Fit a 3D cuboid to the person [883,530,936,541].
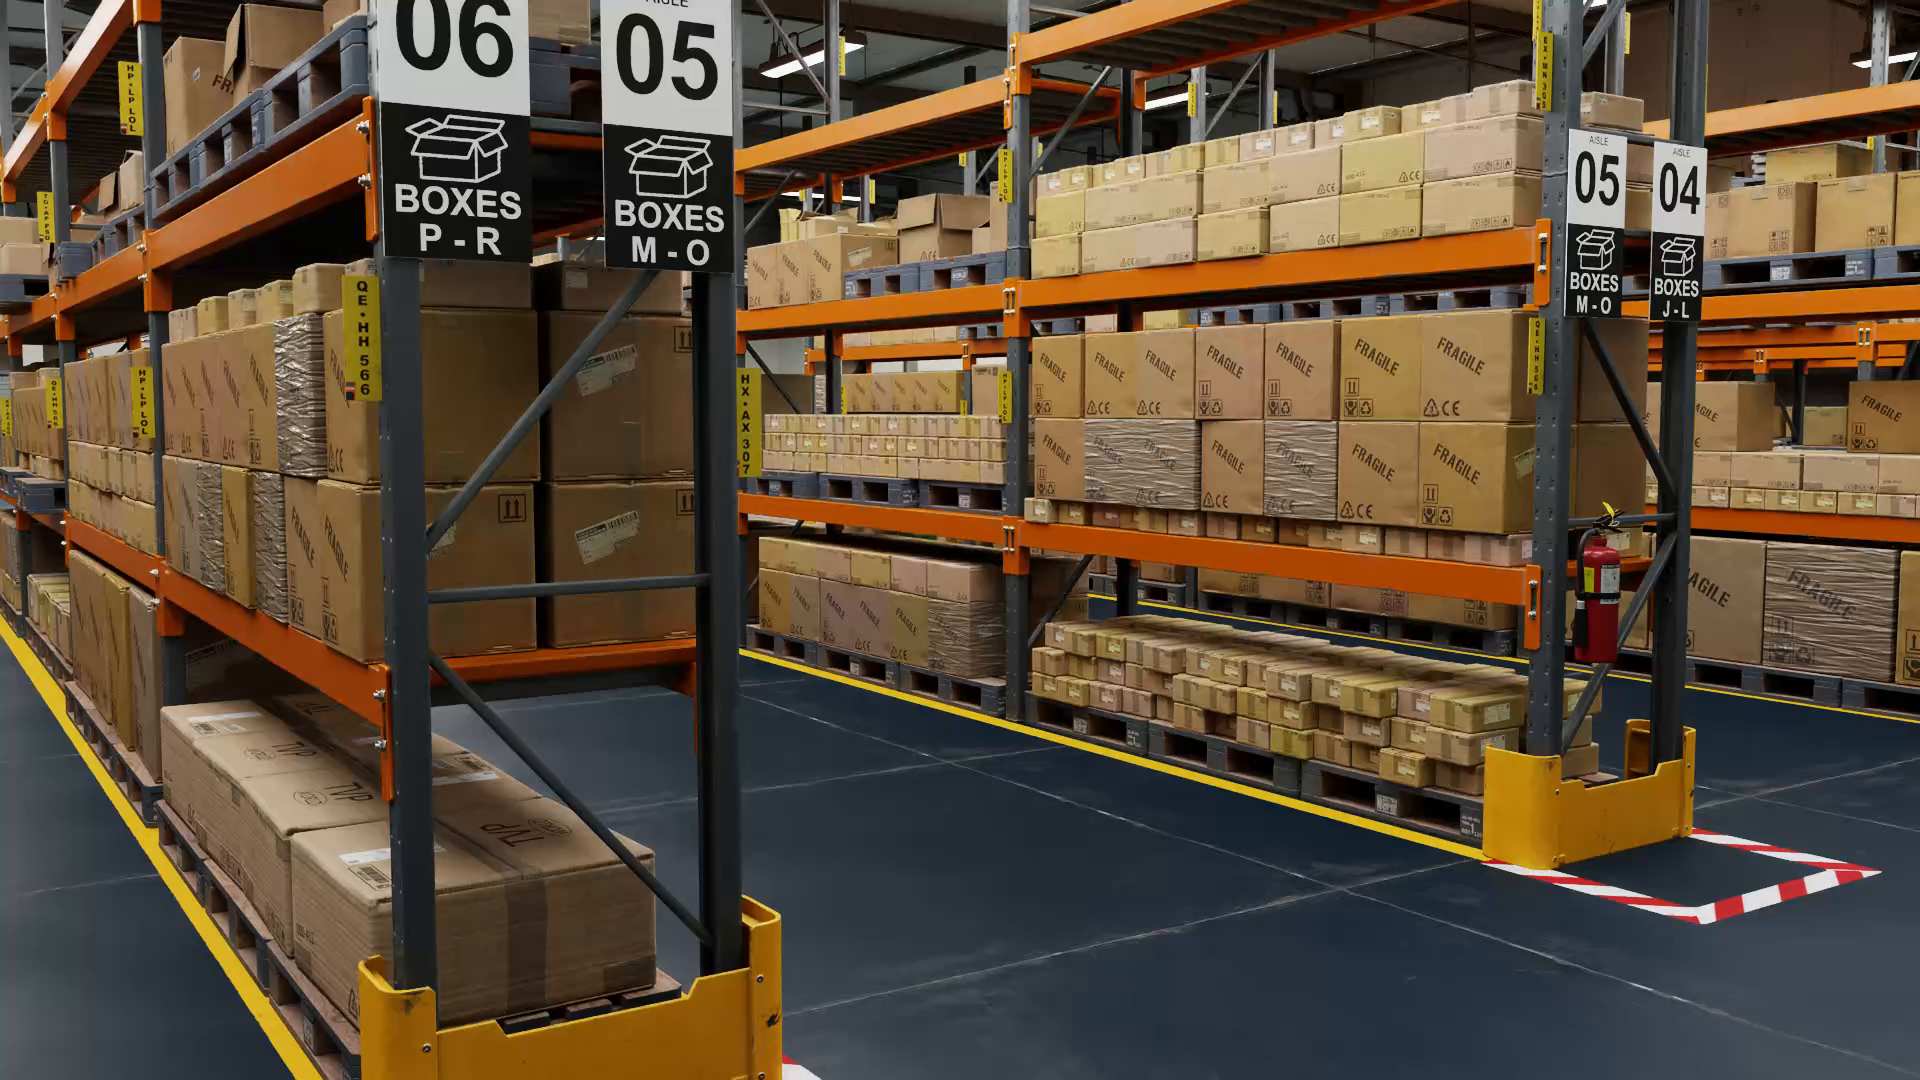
[{"bbox_3d":[-0.471,-0.113,15.601,0.491,1.773,0.579,-3,6,-36],"label":"person"}]
